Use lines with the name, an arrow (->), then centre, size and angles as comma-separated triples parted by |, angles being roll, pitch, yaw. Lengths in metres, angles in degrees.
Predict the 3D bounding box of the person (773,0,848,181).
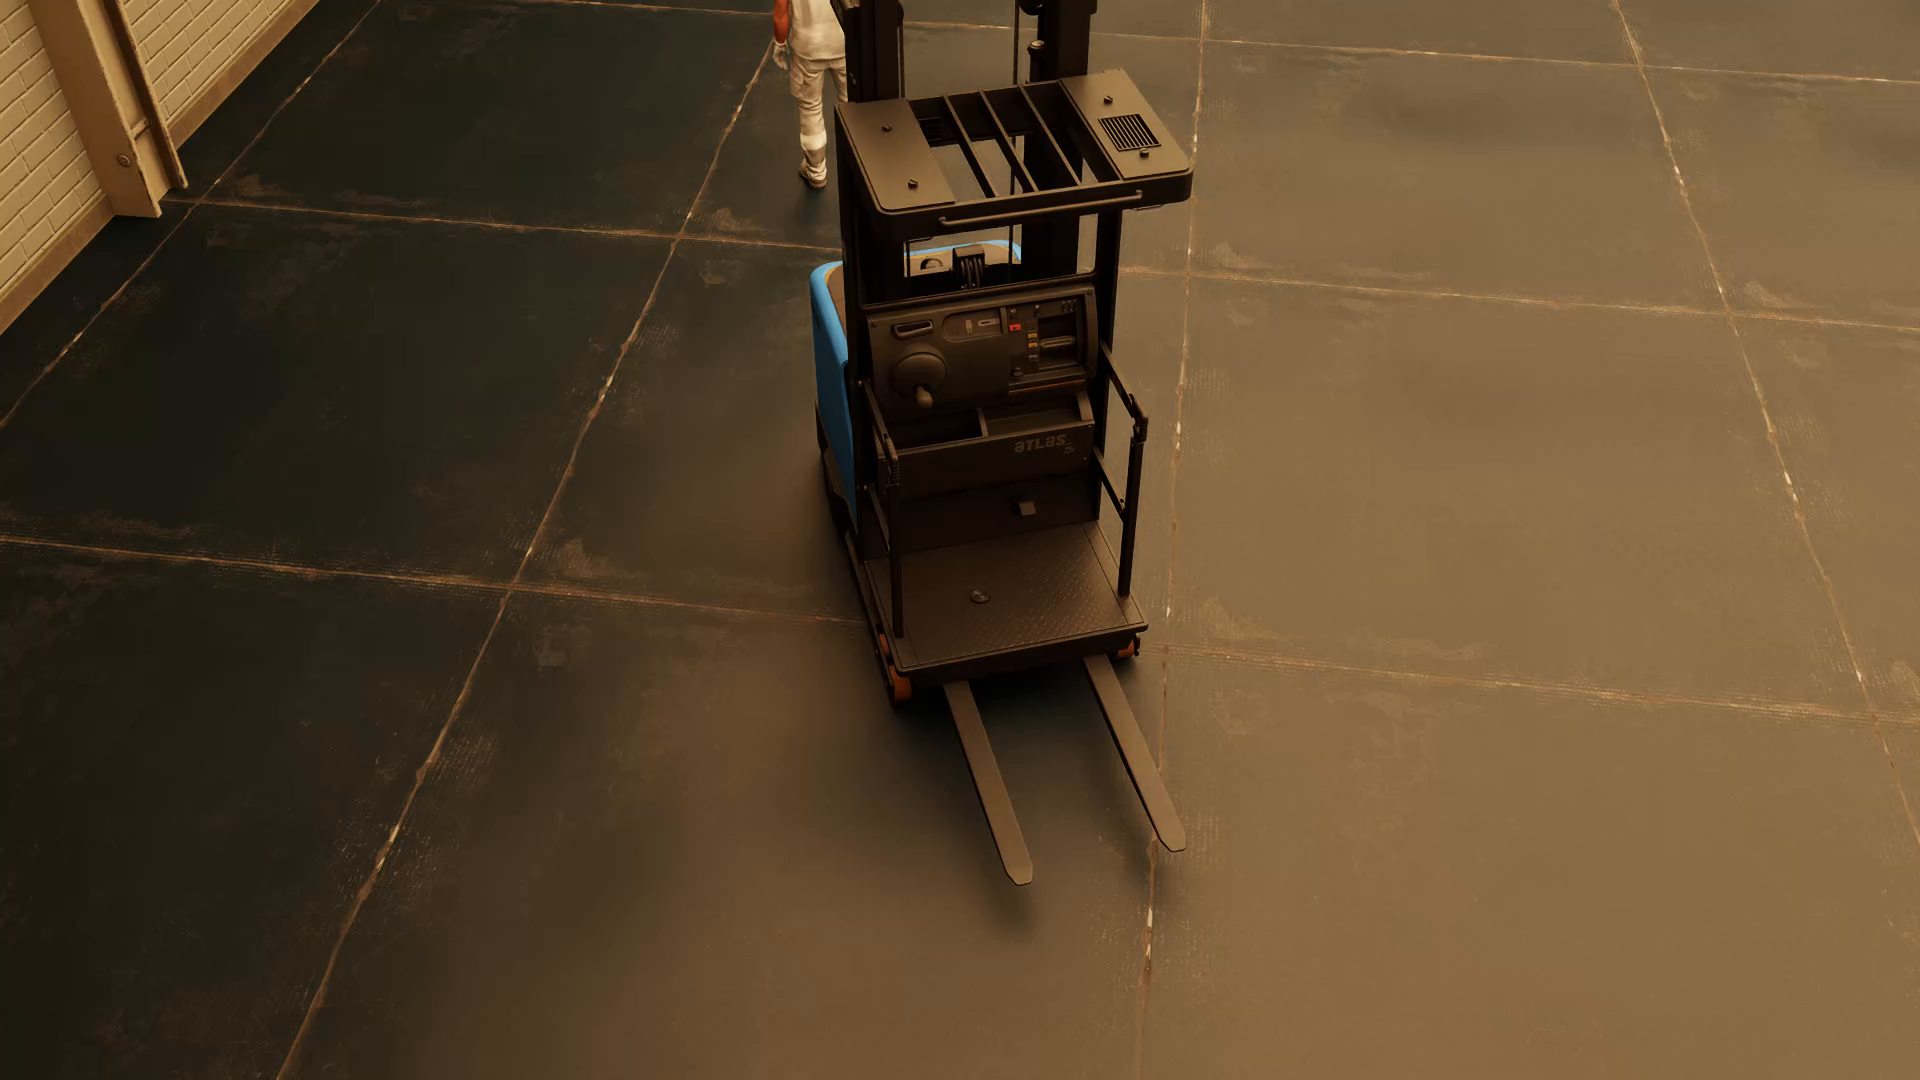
person -> -0.794, -2.938, 9.734 | 0.609, 1.721, 0.454 | -8, 43, -9

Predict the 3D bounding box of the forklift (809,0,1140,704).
forklift -> 0.153, -0.681, 6.465 | 1.130, 2.935, 3.031 | -10, 44, -11
